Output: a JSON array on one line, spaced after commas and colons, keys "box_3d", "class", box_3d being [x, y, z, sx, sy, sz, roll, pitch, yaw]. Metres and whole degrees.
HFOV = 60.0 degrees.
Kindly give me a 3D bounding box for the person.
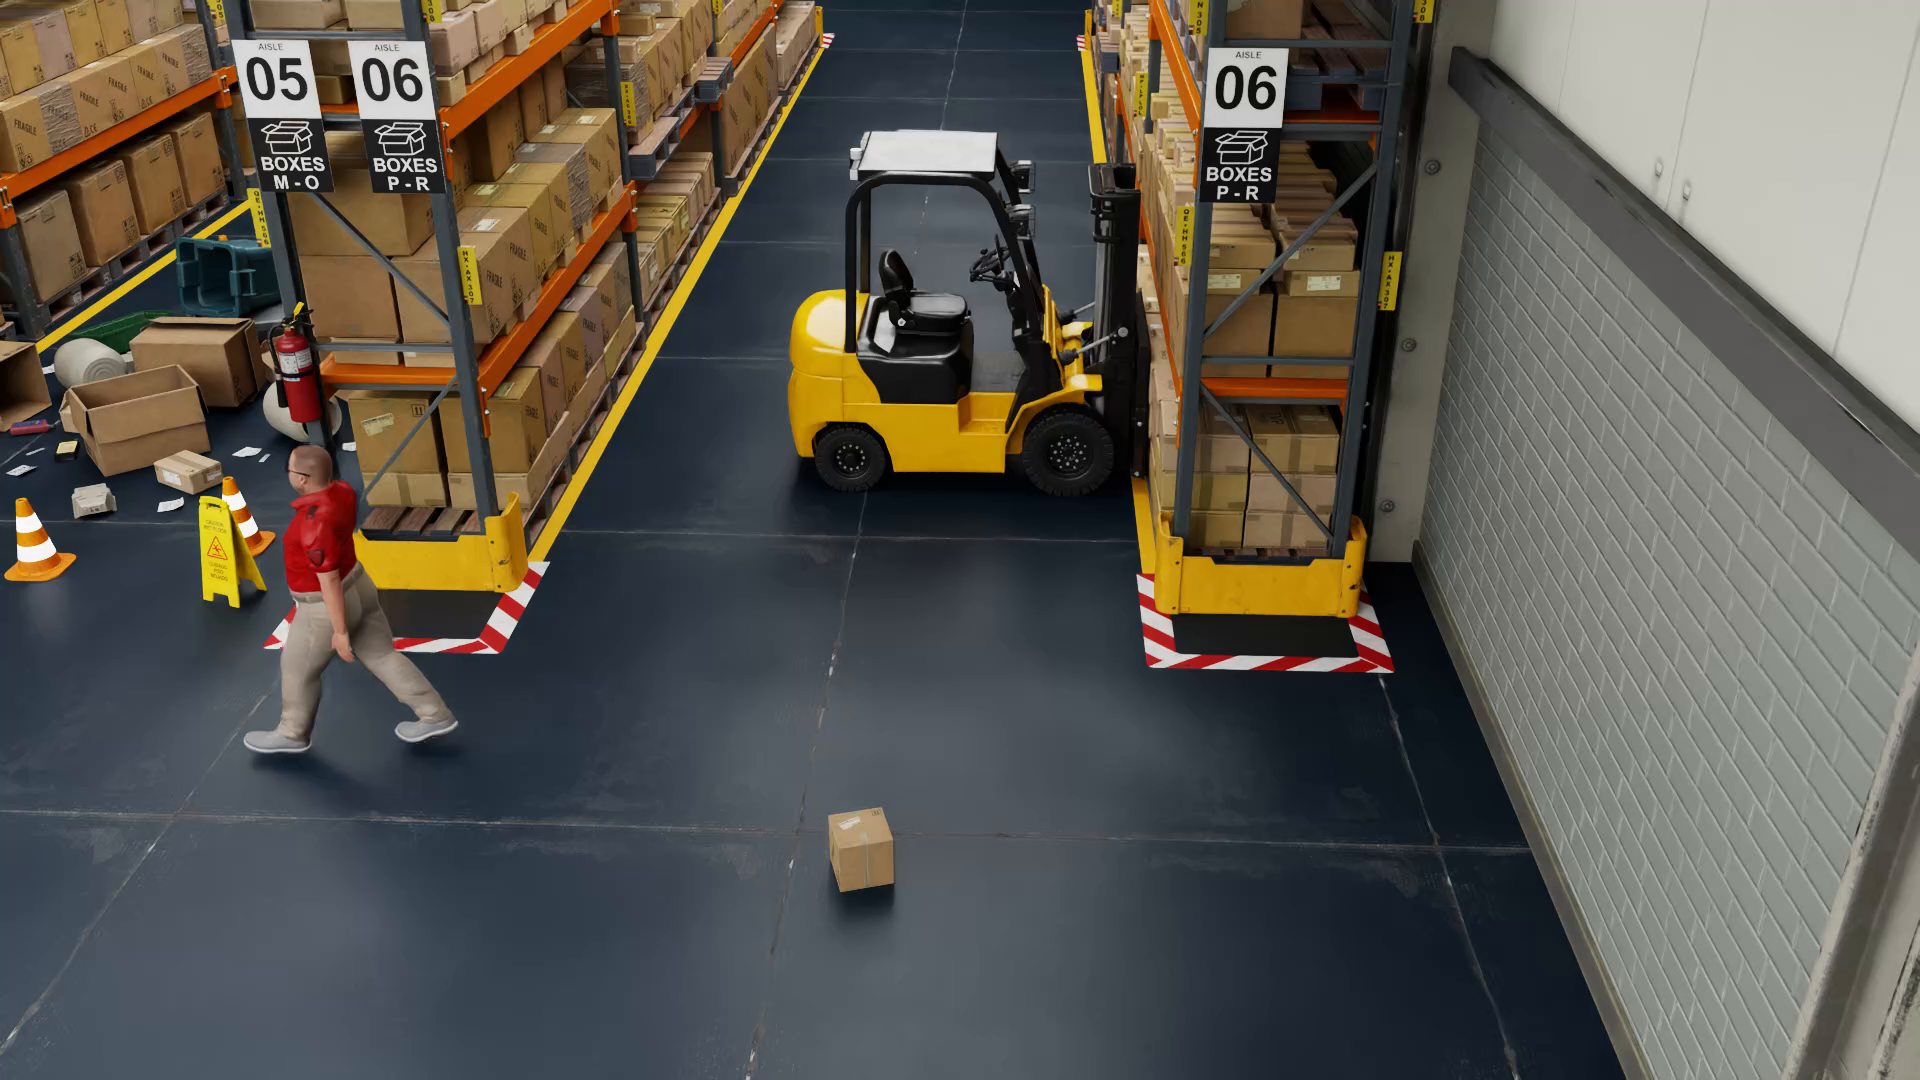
[{"box_3d": [-3.073, 0.285, 8.099, 1.052, 1.672, 0.575, 3, 28, 6], "class": "person"}]
